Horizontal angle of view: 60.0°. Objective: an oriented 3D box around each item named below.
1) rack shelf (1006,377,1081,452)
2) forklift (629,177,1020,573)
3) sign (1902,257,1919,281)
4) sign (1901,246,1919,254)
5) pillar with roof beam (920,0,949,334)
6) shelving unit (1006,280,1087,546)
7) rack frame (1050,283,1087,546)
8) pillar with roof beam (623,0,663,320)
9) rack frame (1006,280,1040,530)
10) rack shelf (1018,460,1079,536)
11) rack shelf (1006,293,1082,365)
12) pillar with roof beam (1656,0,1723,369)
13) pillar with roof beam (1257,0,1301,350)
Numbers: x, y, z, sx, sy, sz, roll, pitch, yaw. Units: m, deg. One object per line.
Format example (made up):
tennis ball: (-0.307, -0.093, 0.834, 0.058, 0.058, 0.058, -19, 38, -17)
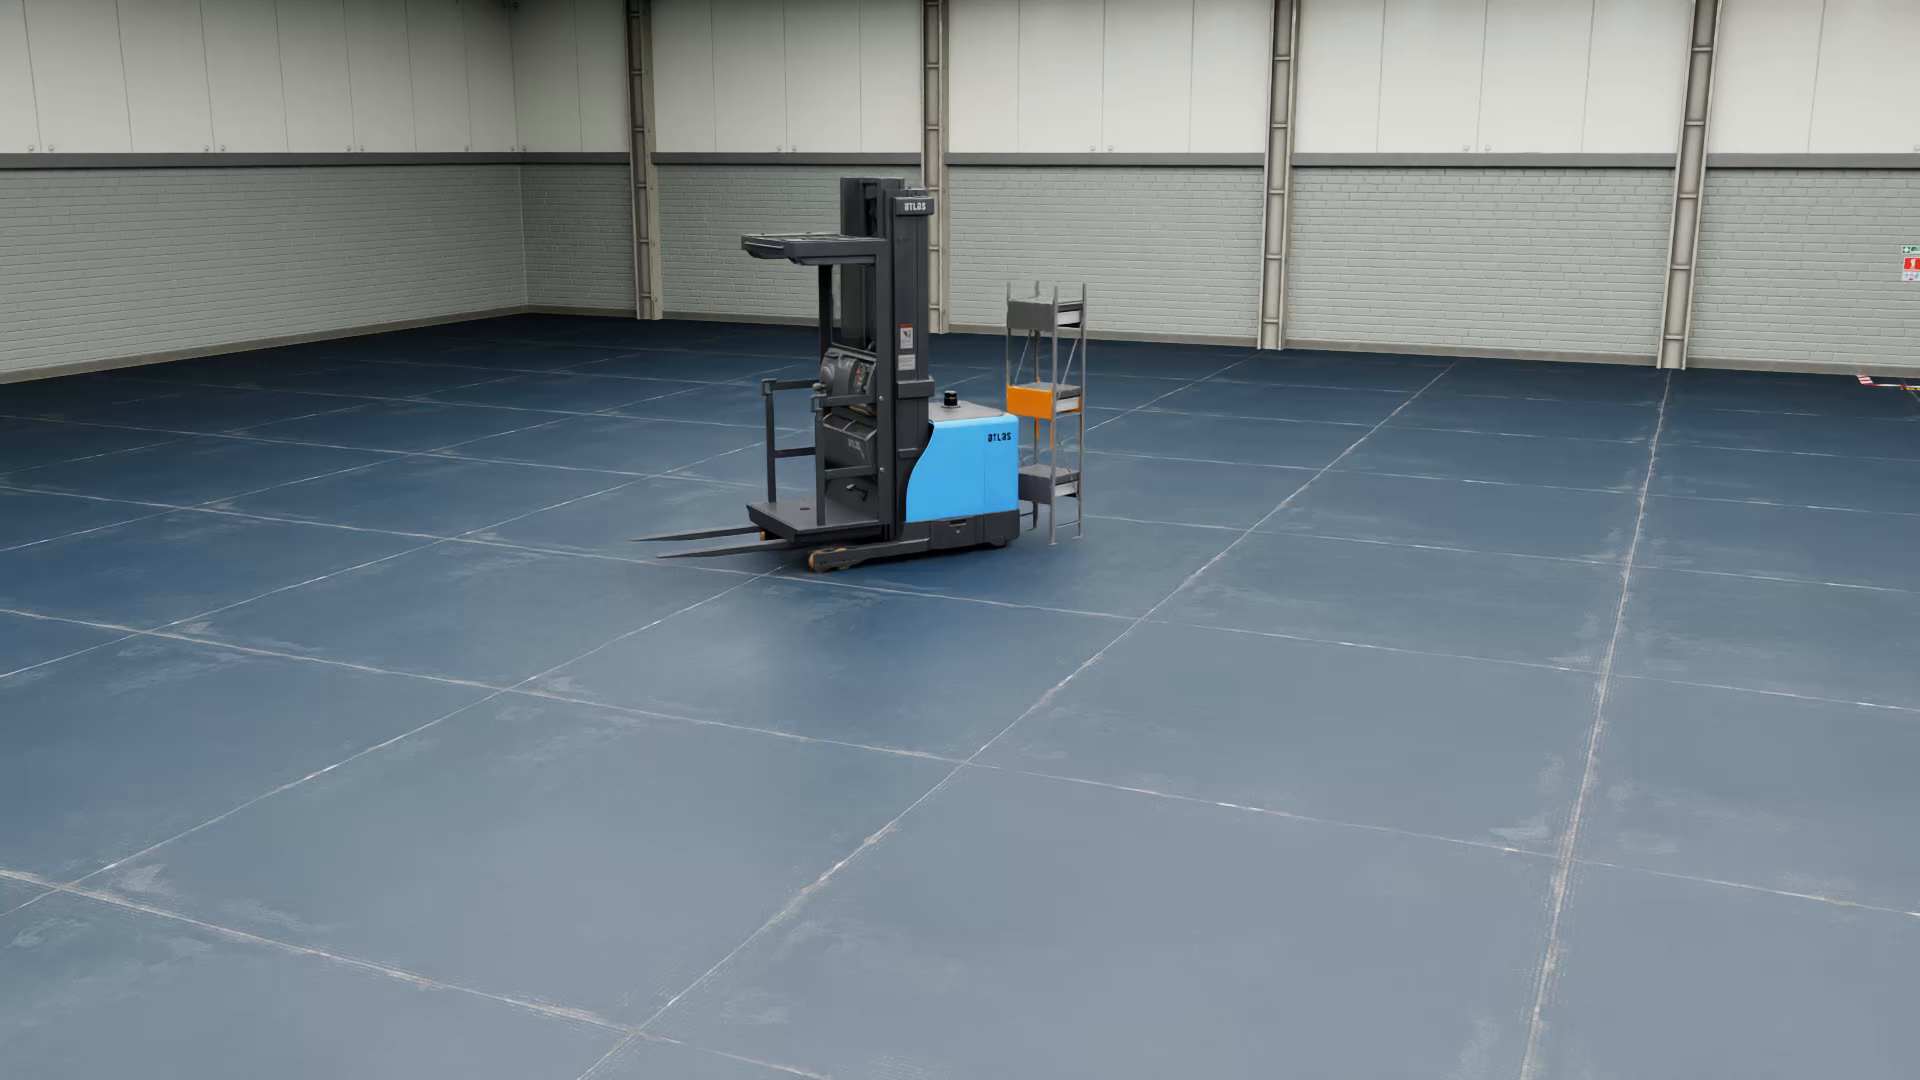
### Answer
rack shelf: (0.697, -1.034, 13.627, 0.480, 0.518, 0.431, 12, 18, 41)
forklift: (-1.059, -1.316, 12.946, 3.031, 2.935, 1.130, -7, 15, -28)
sign: (13.319, -3.788, 23.253, 0.234, 0.329, 0.001, 6, 14, 23)
sign: (13.320, -4.044, 23.183, 0.331, 0.109, 0.001, 6, 14, 23)
pillar with roof beam: (-2.174, -7.148, 24.519, 0.400, 9.000, 9.100, 6, 14, 23)
shelving unit: (0.697, -1.048, 13.623, 0.503, 2.100, 0.431, 12, 18, 41)
rack frame: (0.878, -1.010, 13.464, 0.015, 2.100, 0.400, 12, 18, 41)
pillar with roof beam: (-7.660, -7.703, 26.885, 0.400, 9.000, 9.100, 6, 14, 23)
rack frame: (0.516, -1.085, 13.783, 0.015, 2.100, 0.400, 12, 18, 41)
rack shelf: (0.697, -0.353, 13.787, 0.480, 0.518, 0.431, 12, 18, 41)
rack shelf: (0.697, -1.716, 13.467, 0.480, 0.518, 0.431, 12, 18, 41)
pillar with roof beam: (8.797, -6.038, 19.787, 0.400, 9.000, 9.100, 6, 14, 23)
pillar with roof beam: (3.312, -6.593, 22.153, 0.400, 9.000, 9.100, 6, 14, 23)
